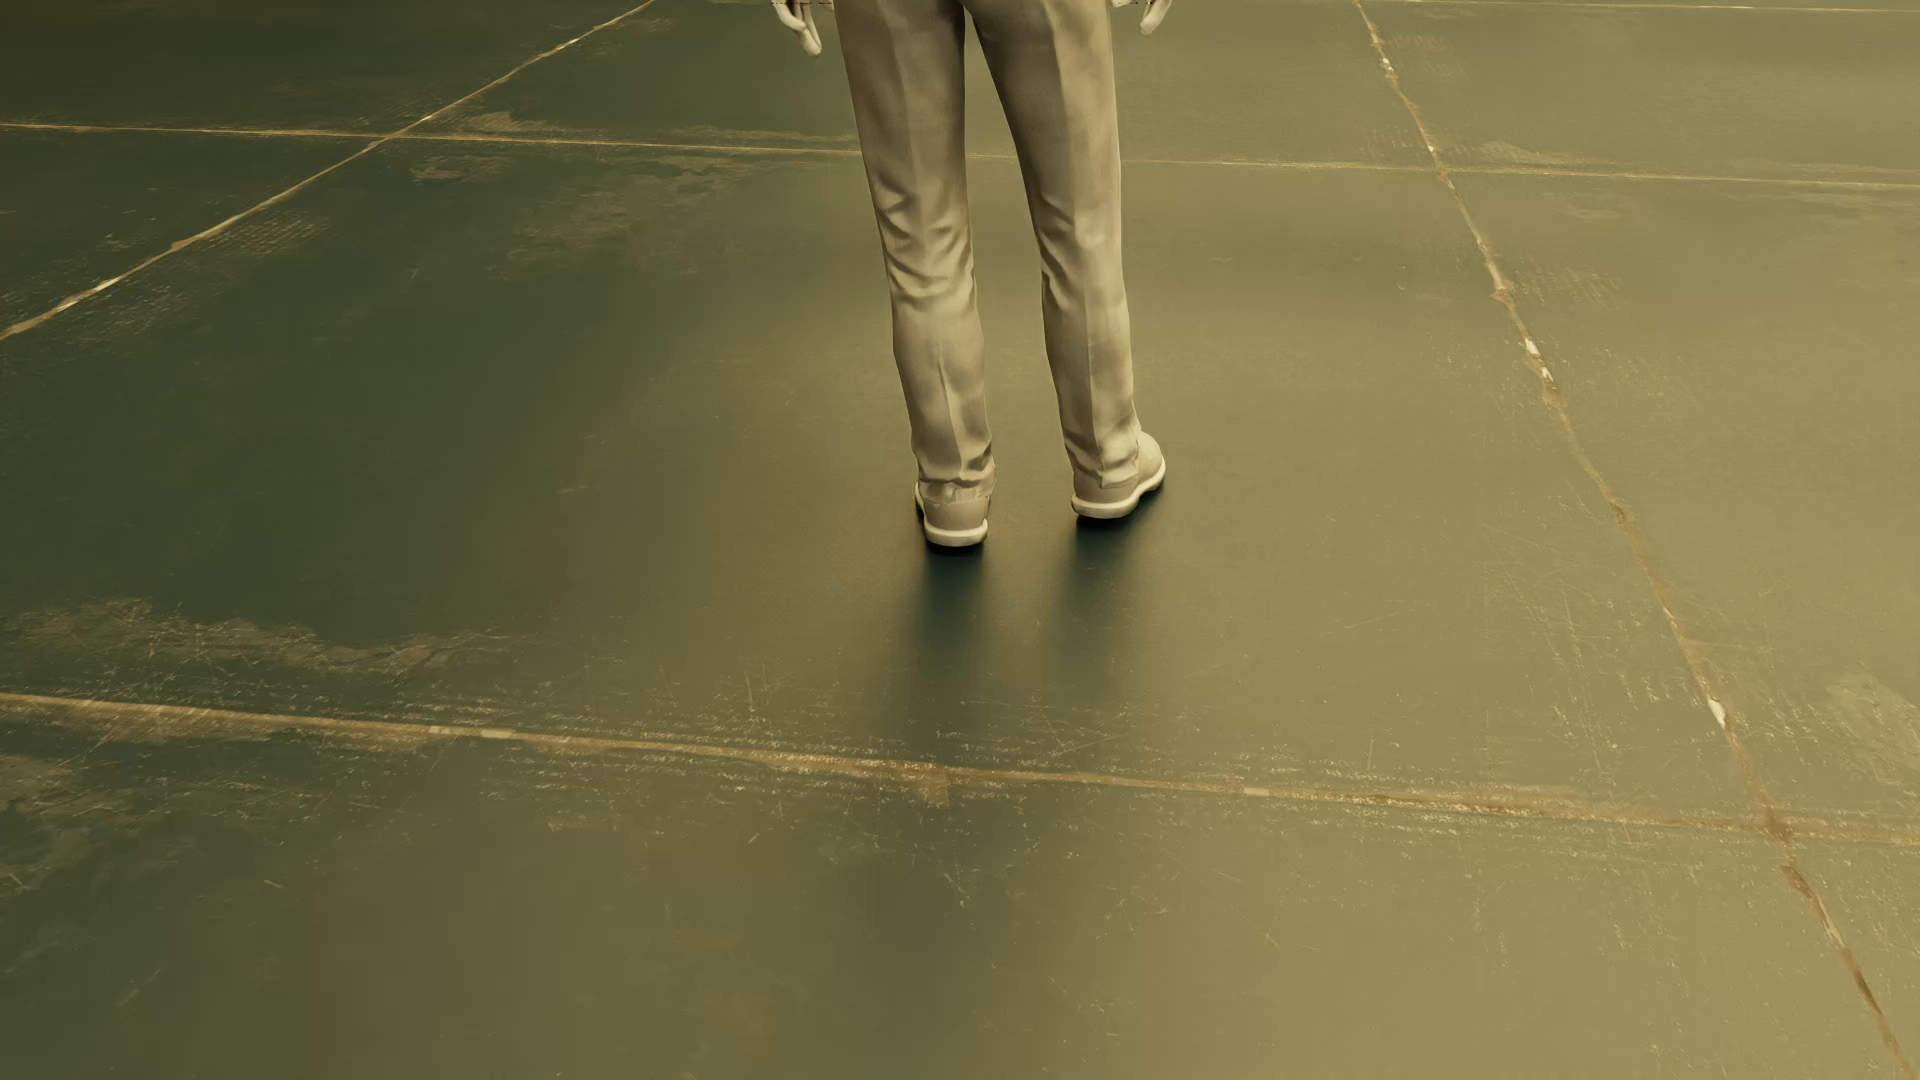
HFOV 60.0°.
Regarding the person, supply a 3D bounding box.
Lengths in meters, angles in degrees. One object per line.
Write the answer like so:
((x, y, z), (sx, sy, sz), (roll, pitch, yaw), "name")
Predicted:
((0.015, -0.794, 2.177), (0.588, 1.696, 0.533), (3, 27, 7), "person")
